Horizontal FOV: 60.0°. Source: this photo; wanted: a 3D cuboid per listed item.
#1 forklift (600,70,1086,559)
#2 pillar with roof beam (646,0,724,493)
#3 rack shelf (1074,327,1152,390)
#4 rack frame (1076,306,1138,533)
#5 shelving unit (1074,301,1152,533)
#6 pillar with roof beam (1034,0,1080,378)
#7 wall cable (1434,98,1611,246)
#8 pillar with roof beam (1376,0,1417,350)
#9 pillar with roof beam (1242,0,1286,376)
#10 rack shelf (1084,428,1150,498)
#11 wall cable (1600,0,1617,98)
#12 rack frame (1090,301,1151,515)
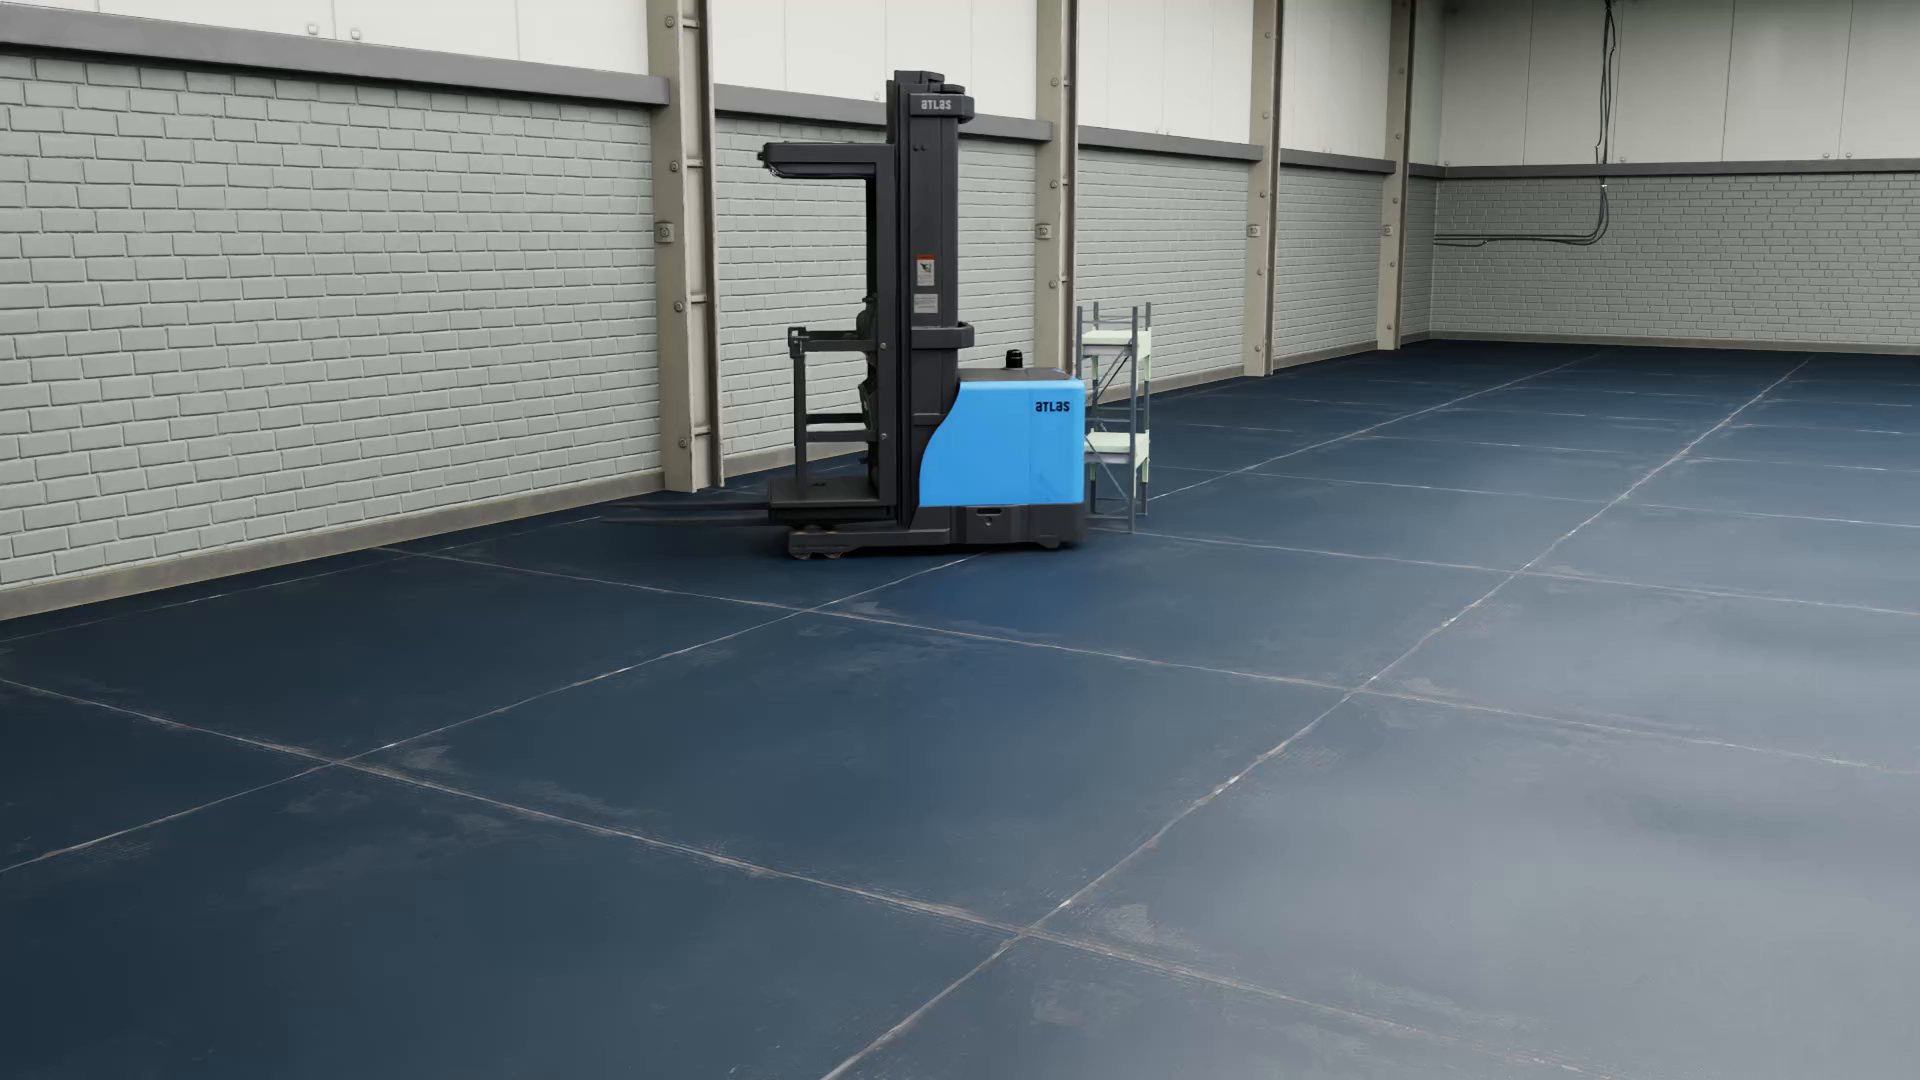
[{"bbox_3d":[-0.759,-1.428,10.533,3.031,2.935,1.130,-1,11,-6],"label":"forklift"},{"bbox_3d":[1.585,-4.423,10.041,9.100,9.000,0.400,6,12,31],"label":"pillar with roof beam"},{"bbox_3d":[1.047,-1.240,11.296,0.431,0.370,0.720,2,11,13],"label":"rack shelf"},{"bbox_3d":[0.964,-0.791,11.017,0.400,1.500,0.023,2,11,13],"label":"rack frame"},{"bbox_3d":[1.047,-0.857,11.368,0.431,1.500,0.755,2,11,13],"label":"shelving unit"},{"bbox_3d":[4.700,-5.367,15.081,9.100,9.000,0.400,6,12,31],"label":"pillar with roof beam"},{"bbox_3d":[9.911,-6.476,29.445,3.097,2.526,0.112,6,12,31],"label":"wall cable"},{"bbox_3d":[10.930,-7.254,25.162,9.100,9.000,0.400,6,12,31],"label":"pillar with roof beam"},{"bbox_3d":[7.815,-6.310,20.122,9.100,9.000,0.400,6,12,31],"label":"pillar with roof beam"},{"bbox_3d":[1.047,-0.536,11.428,0.431,0.370,0.720,2,11,13],"label":"rack shelf"},{"bbox_3d":[12.223,-8.700,27.600,3.097,2.526,0.112,6,12,31],"label":"wall cable"},{"bbox_3d":[1.130,-0.922,11.718,0.400,1.500,0.023,2,11,13],"label":"rack frame"}]
